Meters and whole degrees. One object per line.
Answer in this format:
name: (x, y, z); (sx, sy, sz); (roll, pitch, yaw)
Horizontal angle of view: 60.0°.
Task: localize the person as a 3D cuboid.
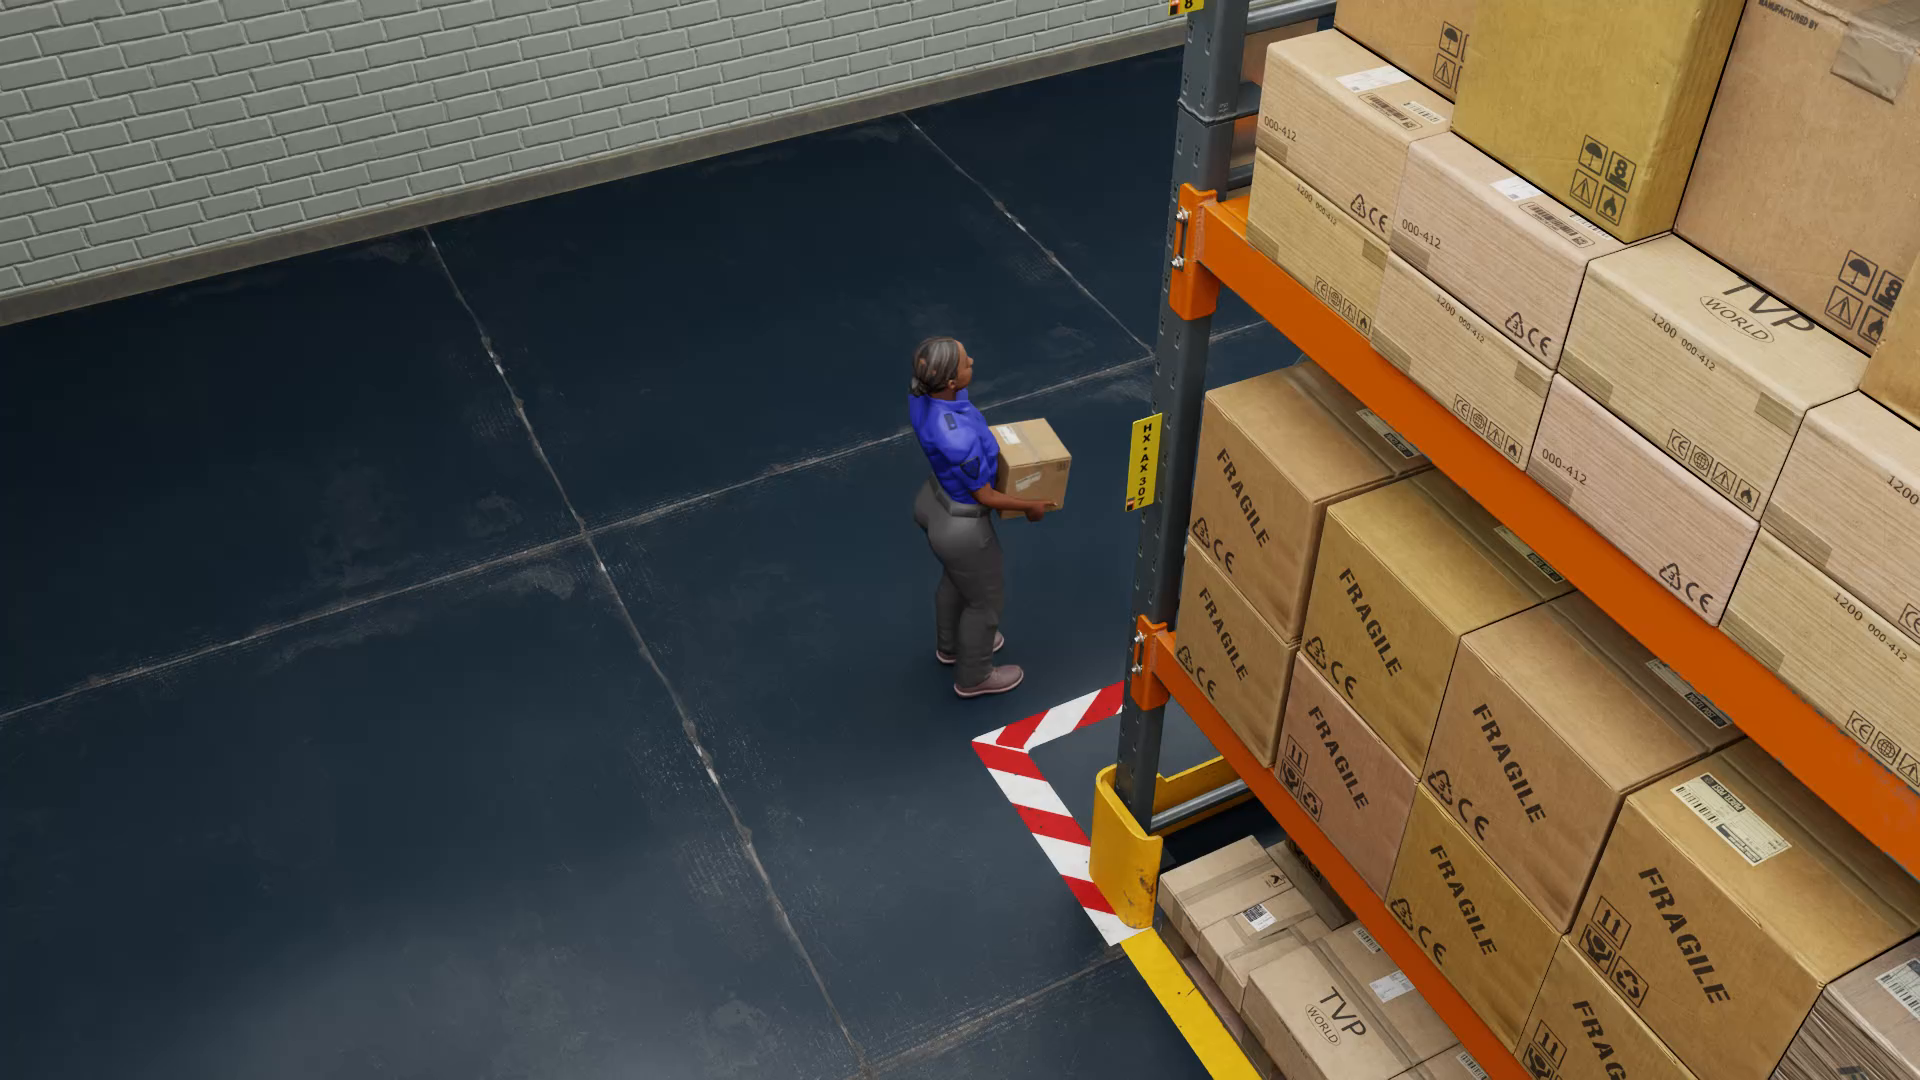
person: (0.067, -0.093, 6.275); (0.520, 1.645, 0.449); (-15, 44, -16)
